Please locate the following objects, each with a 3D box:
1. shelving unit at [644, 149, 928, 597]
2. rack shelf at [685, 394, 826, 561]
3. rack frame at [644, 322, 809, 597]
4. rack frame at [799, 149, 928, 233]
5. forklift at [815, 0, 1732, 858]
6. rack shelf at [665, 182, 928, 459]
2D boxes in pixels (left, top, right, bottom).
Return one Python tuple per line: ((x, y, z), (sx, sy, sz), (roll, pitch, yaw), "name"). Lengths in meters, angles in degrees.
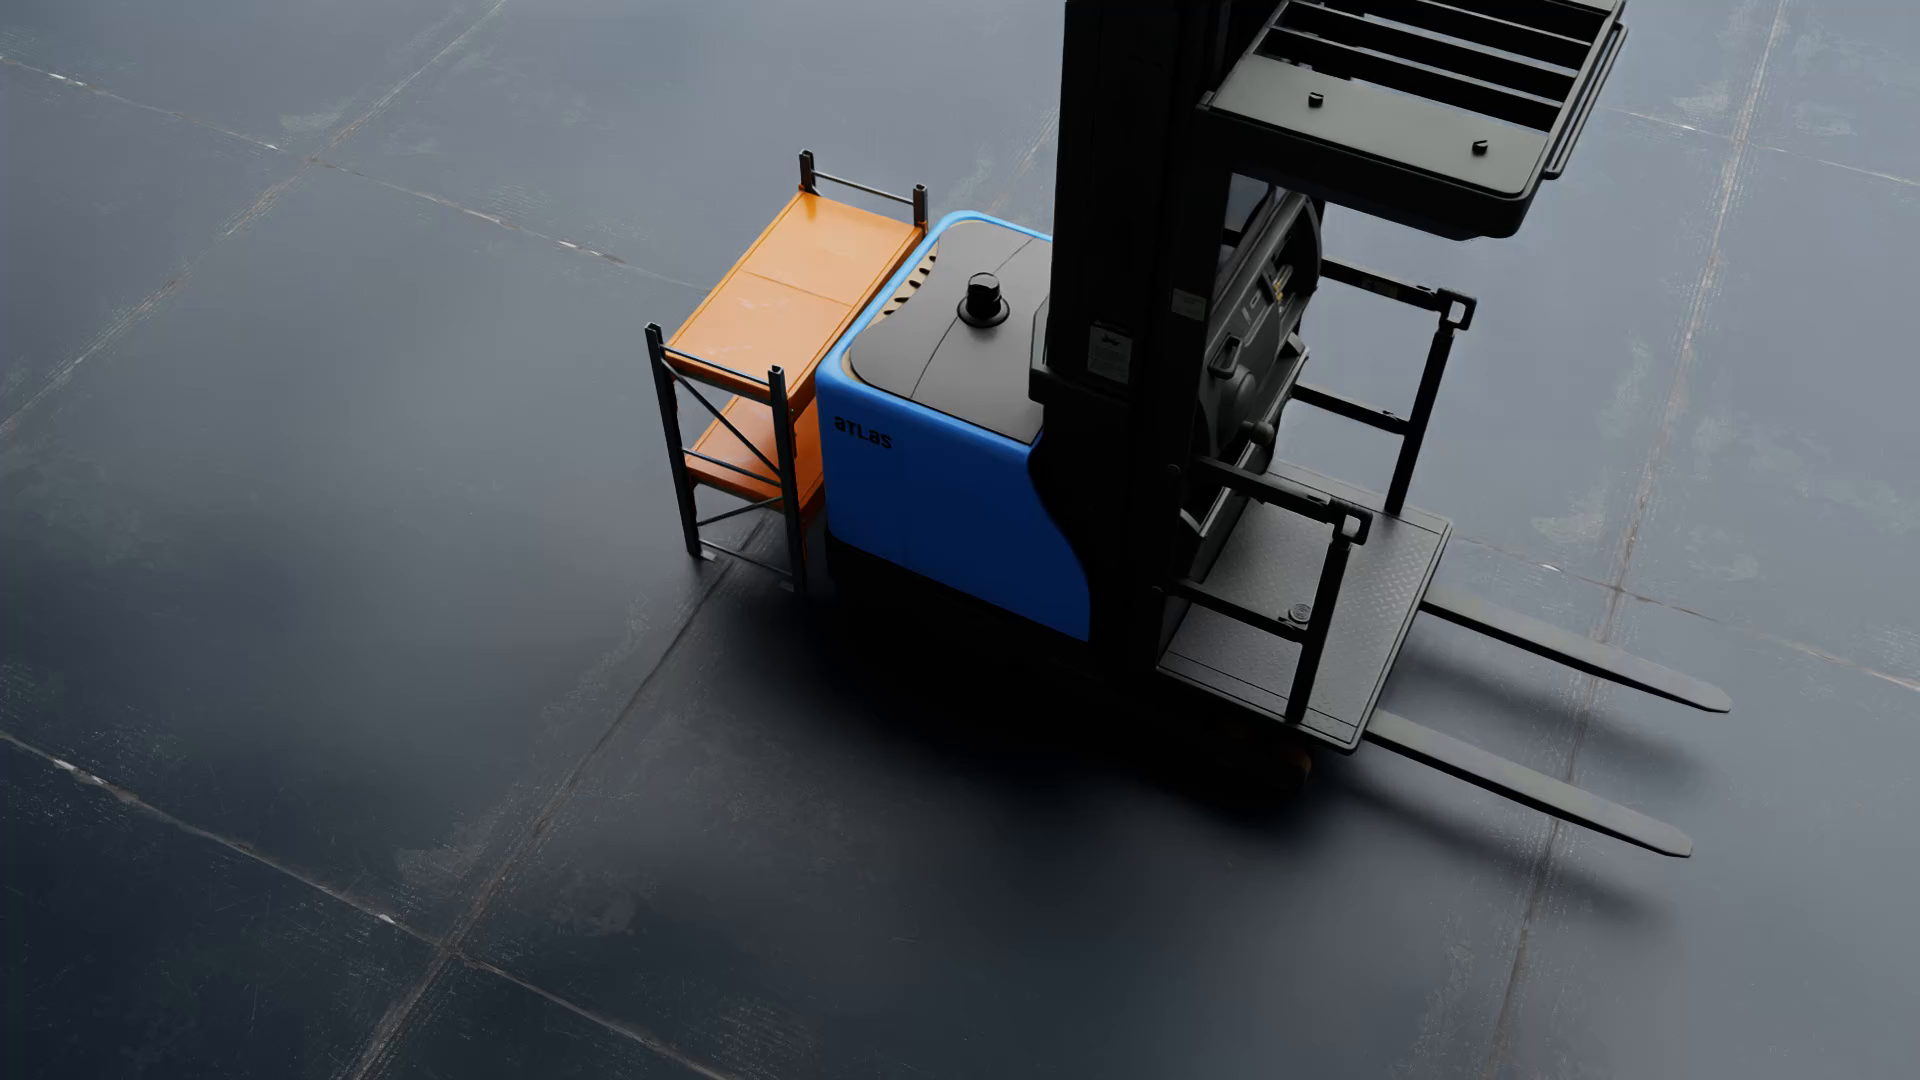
((-0.566, -0.597, 6.019), (0.538, 1.125, 1.048), (20, 53, 16), "shelving unit")
((-0.566, -0.438, 6.205), (0.538, 0.278, 1.000), (20, 53, 16), "rack shelf")
((-0.786, -0.248, 5.722), (0.500, 1.125, 0.032), (20, 53, 16), "rack frame")
((-0.345, -0.946, 6.316), (0.500, 1.125, 0.032), (20, 53, 16), "rack frame")
((1.064, -0.588, 4.826), (3.031, 2.935, 1.130), (22, 53, 18), "forklift")
((-0.566, -0.787, 5.796), (0.538, 0.278, 1.000), (20, 53, 16), "rack shelf")
